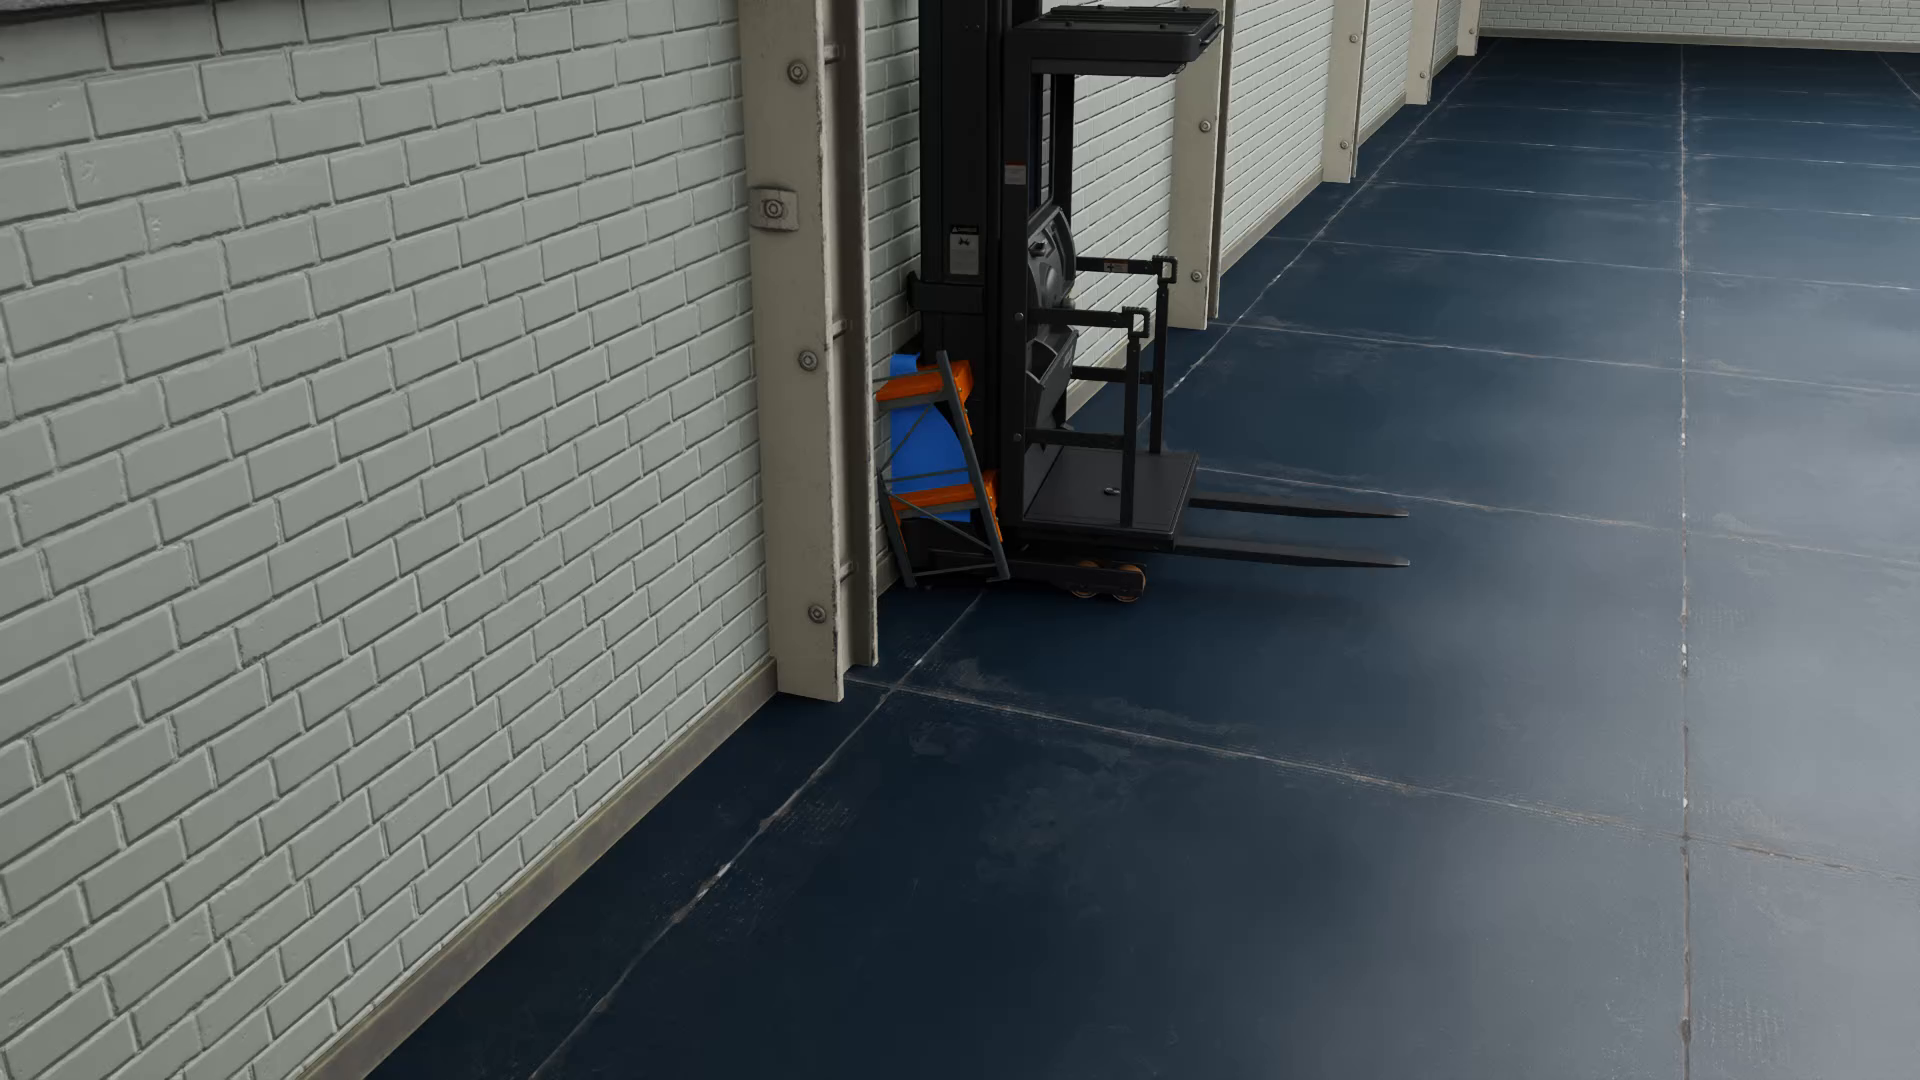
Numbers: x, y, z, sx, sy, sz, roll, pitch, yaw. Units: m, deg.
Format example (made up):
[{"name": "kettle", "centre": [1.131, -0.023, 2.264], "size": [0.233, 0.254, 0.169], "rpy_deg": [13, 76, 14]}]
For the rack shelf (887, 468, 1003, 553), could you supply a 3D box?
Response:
[{"name": "rack shelf", "centre": [0.025, -0.313, 7.976], "size": [0.538, 0.278, 1.000], "rpy_deg": [-8, 26, 19]}]

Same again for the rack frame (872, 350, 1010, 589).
[{"name": "rack frame", "centre": [-0.153, -0.287, 7.441], "size": [0.500, 1.125, 0.032], "rpy_deg": [-8, 26, 19]}]

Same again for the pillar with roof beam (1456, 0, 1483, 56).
[{"name": "pillar with roof beam", "centre": [12.353, -11.564, 24.259], "size": [9.100, 9.000, 0.400], "rpy_deg": [9, 24, 20]}]

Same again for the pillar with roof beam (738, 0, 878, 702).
[{"name": "pillar with roof beam", "centre": [3.438, -2.975, 3.698], "size": [9.100, 9.000, 0.400], "rpy_deg": [9, 24, 20]}]

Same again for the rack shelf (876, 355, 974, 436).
[{"name": "rack shelf", "centre": [-0.114, -0.782, 7.753], "size": [0.538, 0.278, 1.000], "rpy_deg": [-8, 26, 19]}]

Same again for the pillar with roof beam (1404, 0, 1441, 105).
[{"name": "pillar with roof beam", "centre": [10.124, -9.417, 19.119], "size": [9.100, 9.000, 0.400], "rpy_deg": [9, 24, 20]}]

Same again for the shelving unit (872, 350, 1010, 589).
[{"name": "shelving unit", "centre": [-0.038, -0.526, 7.874], "size": [0.538, 1.125, 1.048], "rpy_deg": [-8, 26, 19]}]

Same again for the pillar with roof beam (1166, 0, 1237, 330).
[{"name": "pillar with roof beam", "centre": [5.666, -5.122, 8.838], "size": [9.100, 9.000, 0.400], "rpy_deg": [9, 24, 20]}]

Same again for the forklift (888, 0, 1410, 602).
[{"name": "forklift", "centre": [0.607, -1.296, 7.549], "size": [3.031, 2.935, 1.130], "rpy_deg": [5, 23, 13]}]

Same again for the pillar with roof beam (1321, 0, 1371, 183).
[{"name": "pillar with roof beam", "centre": [7.895, -7.270, 13.978], "size": [9.100, 9.000, 0.400], "rpy_deg": [9, 24, 20]}]
